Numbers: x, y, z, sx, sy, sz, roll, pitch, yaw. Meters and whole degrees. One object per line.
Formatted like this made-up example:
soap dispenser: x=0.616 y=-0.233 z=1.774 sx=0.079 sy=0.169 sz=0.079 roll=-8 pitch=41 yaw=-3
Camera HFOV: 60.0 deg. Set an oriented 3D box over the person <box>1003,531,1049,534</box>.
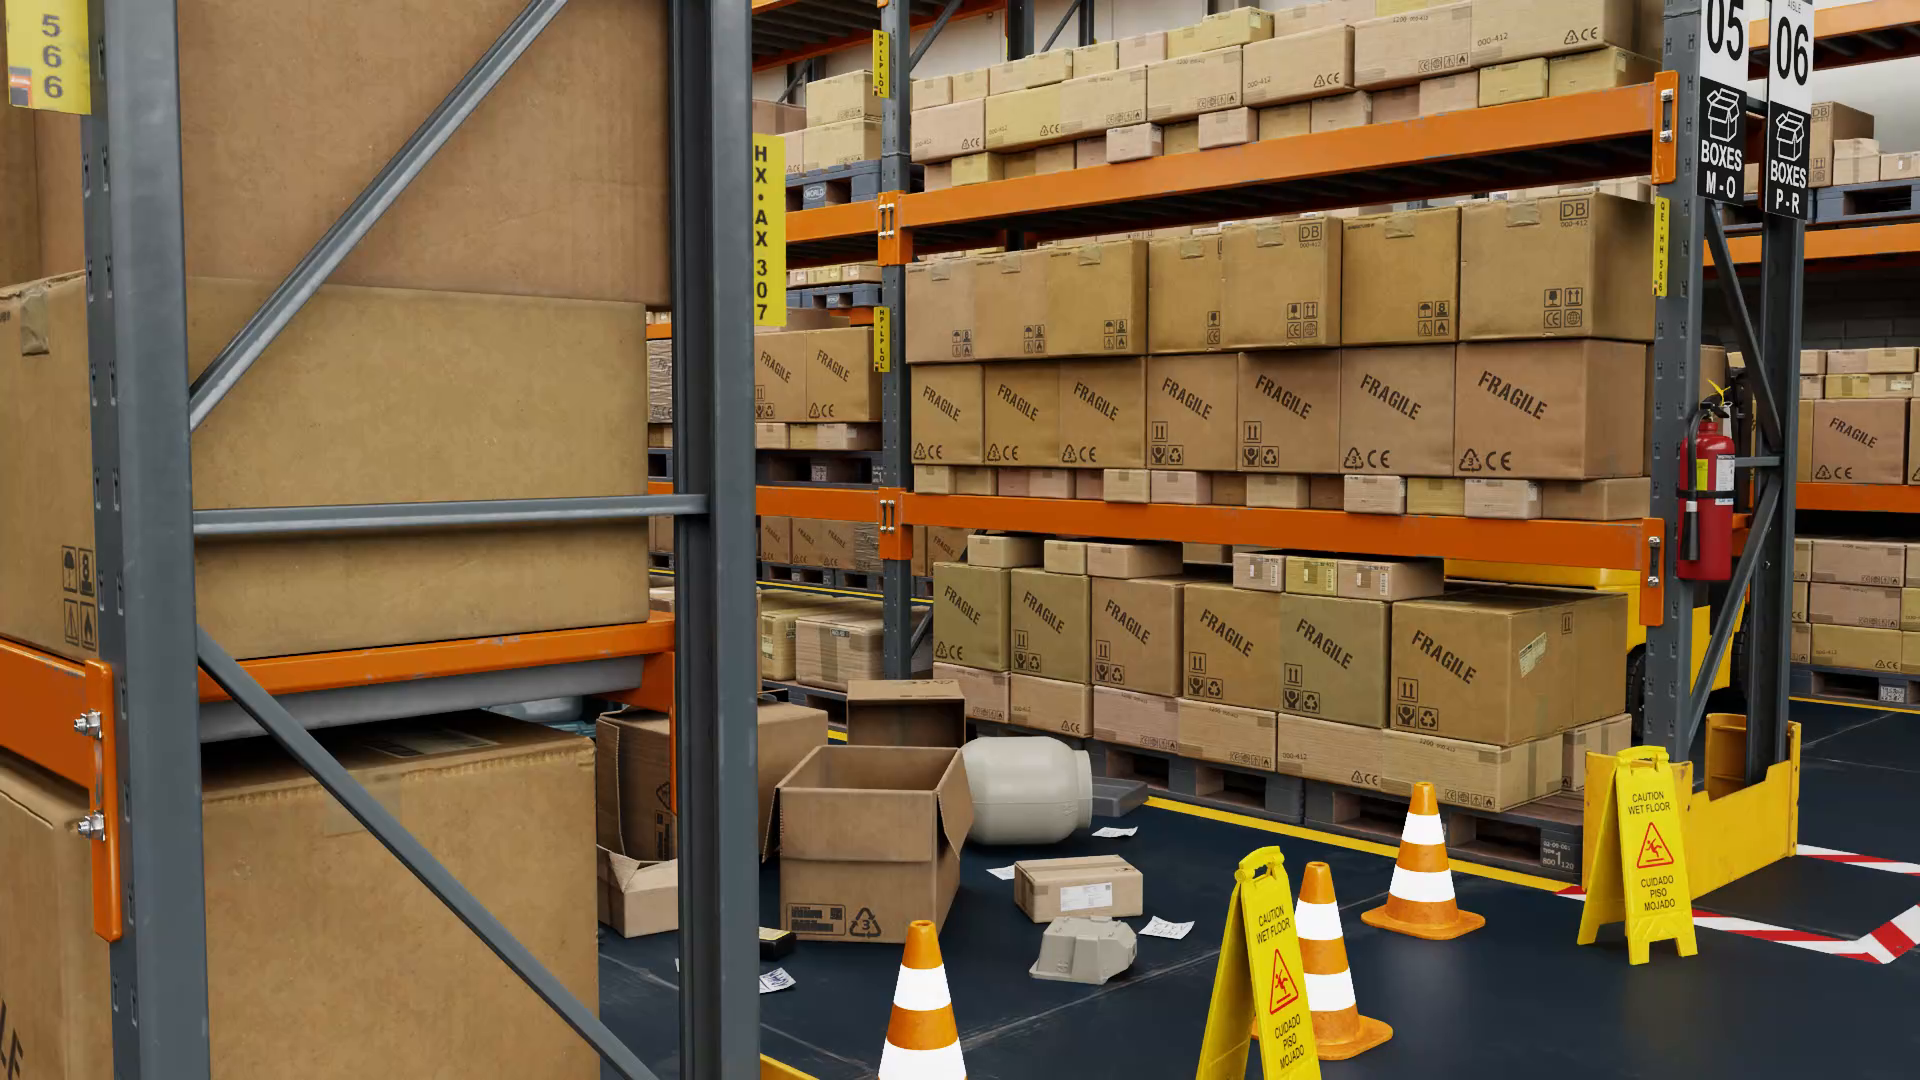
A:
person: x=0.602 y=0.001 z=11.658 sx=0.482 sy=1.701 sz=0.578 roll=-4 pitch=5 yaw=-45
